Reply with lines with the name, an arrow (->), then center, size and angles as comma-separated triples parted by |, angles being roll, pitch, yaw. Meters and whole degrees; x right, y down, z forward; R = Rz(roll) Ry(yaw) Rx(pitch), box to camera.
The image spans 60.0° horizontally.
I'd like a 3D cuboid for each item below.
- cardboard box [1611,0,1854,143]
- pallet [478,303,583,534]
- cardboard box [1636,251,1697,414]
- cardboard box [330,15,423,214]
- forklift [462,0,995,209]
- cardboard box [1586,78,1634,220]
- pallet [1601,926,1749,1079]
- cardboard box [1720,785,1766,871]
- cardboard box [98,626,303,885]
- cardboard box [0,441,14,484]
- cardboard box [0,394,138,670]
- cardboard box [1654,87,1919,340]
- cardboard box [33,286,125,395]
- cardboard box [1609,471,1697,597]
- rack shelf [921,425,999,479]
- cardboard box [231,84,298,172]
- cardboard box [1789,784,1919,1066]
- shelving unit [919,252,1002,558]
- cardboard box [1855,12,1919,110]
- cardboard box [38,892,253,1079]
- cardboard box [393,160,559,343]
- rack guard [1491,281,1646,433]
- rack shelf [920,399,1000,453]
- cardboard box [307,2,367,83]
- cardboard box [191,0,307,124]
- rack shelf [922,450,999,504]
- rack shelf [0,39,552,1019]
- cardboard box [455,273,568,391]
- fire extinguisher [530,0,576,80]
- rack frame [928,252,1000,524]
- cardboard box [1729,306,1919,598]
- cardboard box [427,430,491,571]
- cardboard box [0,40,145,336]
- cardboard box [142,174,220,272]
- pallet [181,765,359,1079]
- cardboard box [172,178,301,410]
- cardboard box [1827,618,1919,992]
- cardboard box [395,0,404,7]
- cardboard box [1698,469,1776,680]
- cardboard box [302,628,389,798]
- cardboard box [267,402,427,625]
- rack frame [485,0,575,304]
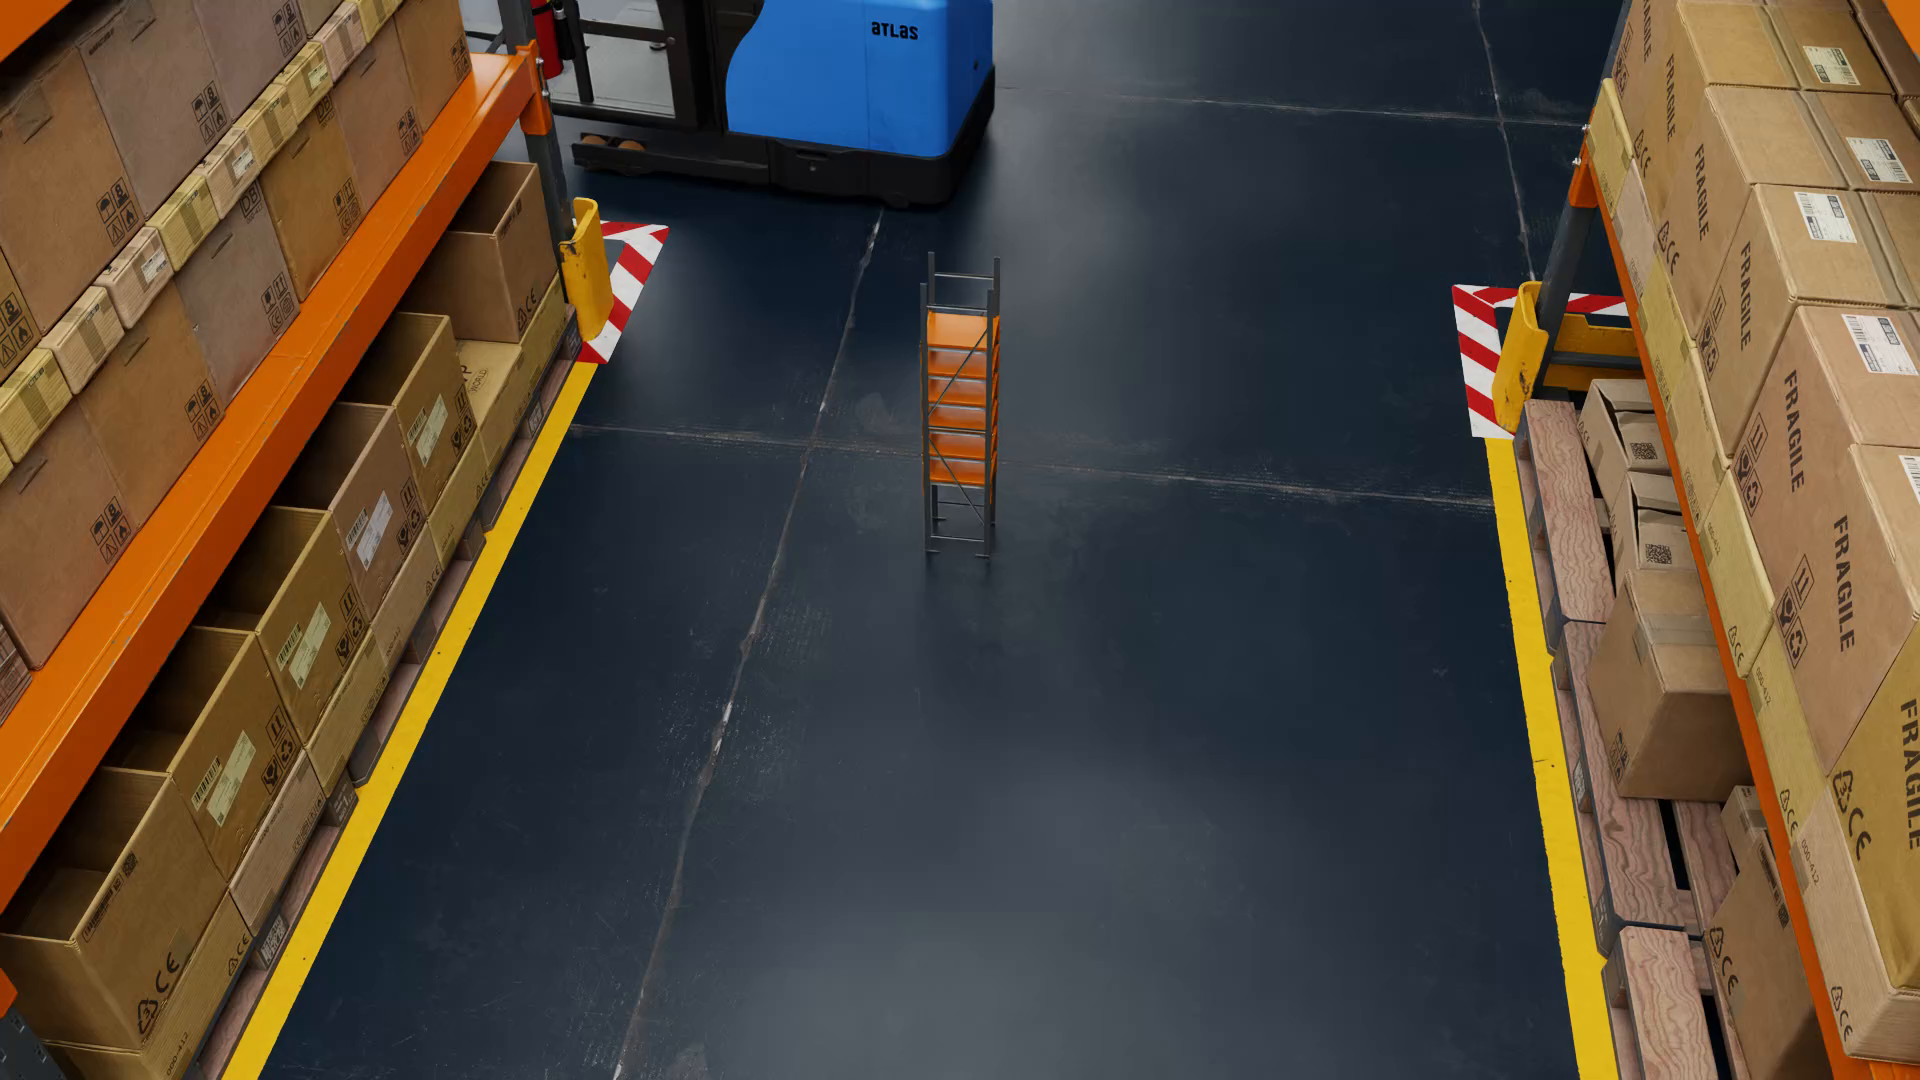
cardboard box -> 2.424, -1.569, 5.274 | 0.500, 0.500, 0.500 | 5, 44, 6
pallet -> -2.185, -0.552, 6.679 | 1.003, 0.211, 1.213 | 5, 44, 6
cardboard box -> 2.278, -0.589, 4.785 | 0.500, 0.250, 0.500 | 5, 44, 5
cardboard box -> -2.265, -1.450, 5.527 | 0.700, 0.500, 0.500 | 6, 44, 7
forklift -> -1.400, -3.181, 7.478 | 3.031, 2.935, 1.130 | 10, 44, 10
cardboard box -> 2.406, -1.291, 5.526 | 0.500, 0.250, 0.500 | 4, 44, 4
pallet -> 2.310, 1.636, 4.369 | 1.003, 0.211, 1.213 | 5, 44, 6
cardboard box -> 2.487, 0.872, 4.901 | 0.380, 0.149, 0.250 | 2, 43, 2
cardboard box -> -2.225, 0.581, 4.603 | 0.500, 0.500, 0.500 | 5, 44, 6
cardboard box -> -2.362, -0.148, 3.680 | 0.380, 0.149, 0.250 | 4, 44, 4
cardboard box -> -2.539, -0.063, 4.062 | 0.700, 0.500, 0.500 | 5, 44, 5
cardboard box -> 2.274, -0.881, 4.548 | 0.500, 0.500, 0.500 | 4, 44, 4
cardboard box -> -2.293, -0.497, 4.049 | 0.380, 0.149, 0.250 | 4, 44, 4
cardboard box -> 2.529, 0.027, 5.676 | 0.500, 0.311, 0.500 | 9, 44, 9
rack shelf -> 0.002, -0.326, 5.961 | 0.258, 0.103, 0.180 | 5, 44, 6
cardboard box -> -2.157, -1.201, 4.792 | 0.380, 0.149, 0.250 | 6, 44, 7
cardboard box -> 2.018, 0.781, 3.338 | 0.500, 0.250, 0.500 | 5, 44, 6
shelving unit -> 0.002, -0.446, 5.848 | 0.258, 1.200, 0.189 | 5, 44, 6
cardboard box -> 2.857, -1.184, 4.868 | 0.500, 0.500, 0.500 | 6, 44, 6
cardboard box -> -2.293, 1.194, 4.502 | 0.500, 0.250, 0.500 | 5, 44, 6
cardboard box -> -1.902, -1.123, 6.404 | 0.500, 0.500, 0.500 | 5, 44, 6
rack guard -> 2.775, -0.682, 6.607 | 1.175, 0.500, 0.348 | 5, 44, 6
rack shelf -> 0.002, -0.413, 5.878 | 0.258, 0.103, 0.180 | 5, 44, 6
cardboard box -> -2.090, -1.559, 5.171 | 0.380, 0.149, 0.250 | 6, 44, 6
cardboard box -> -2.337, -1.541, 4.680 | 0.700, 0.500, 0.500 | 5, 44, 6
rack shelf -> 0.002, -0.239, 6.043 | 0.258, 0.103, 0.180 | 5, 44, 6
rack shelf -> -2.390, -0.465, 5.083 | 1.077, 0.370, 4.000 | 5, 44, 6
cardboard box -> -1.904, -0.851, 6.662 | 0.500, 0.250, 0.500 | 5, 44, 6
fire extinguisher -> -1.650, -2.100, 6.342 | 0.296, 0.674, 0.183 | 5, 44, 6
rack frame -> 0.014, -0.508, 5.914 | 0.240, 1.200, 0.006 | 5, 44, 6
cardboard box -> 2.150, -0.174, 3.801 | 0.500, 0.500, 0.500 | 4, 44, 4
cardboard box -> -2.022, -0.168, 5.940 | 0.500, 0.250, 0.500 | 5, 44, 6
cardboard box -> -2.470, -0.859, 3.960 | 0.700, 0.500, 0.500 | 5, 44, 5
cardboard box -> -2.226, -0.857, 4.429 | 0.380, 0.149, 0.250 | 5, 44, 5
pallet -> -2.508, 1.111, 4.923 | 1.003, 0.211, 1.213 | 5, 44, 6
cardboard box -> -2.402, -0.753, 4.791 | 0.700, 0.500, 0.500 | 6, 44, 7
cardboard box -> 2.012, 0.509, 3.080 | 0.500, 0.500, 0.500 | 5, 44, 5
cardboard box -> -2.021, -1.905, 5.536 | 0.380, 0.149, 0.250 | 6, 44, 7
cardboard box -> 2.144, 0.098, 4.059 | 0.500, 0.250, 0.500 | 5, 44, 5
cardboard box -> -2.150, 0.514, 5.220 | 0.500, 0.250, 0.500 | 5, 44, 6
cardboard box -> -2.087, -0.100, 5.323 | 0.500, 0.500, 0.500 | 5, 44, 6
rack frame -> -2.126, -2.089, 6.275 | 1.000, 3.000, 0.127 | 5, 44, 6
